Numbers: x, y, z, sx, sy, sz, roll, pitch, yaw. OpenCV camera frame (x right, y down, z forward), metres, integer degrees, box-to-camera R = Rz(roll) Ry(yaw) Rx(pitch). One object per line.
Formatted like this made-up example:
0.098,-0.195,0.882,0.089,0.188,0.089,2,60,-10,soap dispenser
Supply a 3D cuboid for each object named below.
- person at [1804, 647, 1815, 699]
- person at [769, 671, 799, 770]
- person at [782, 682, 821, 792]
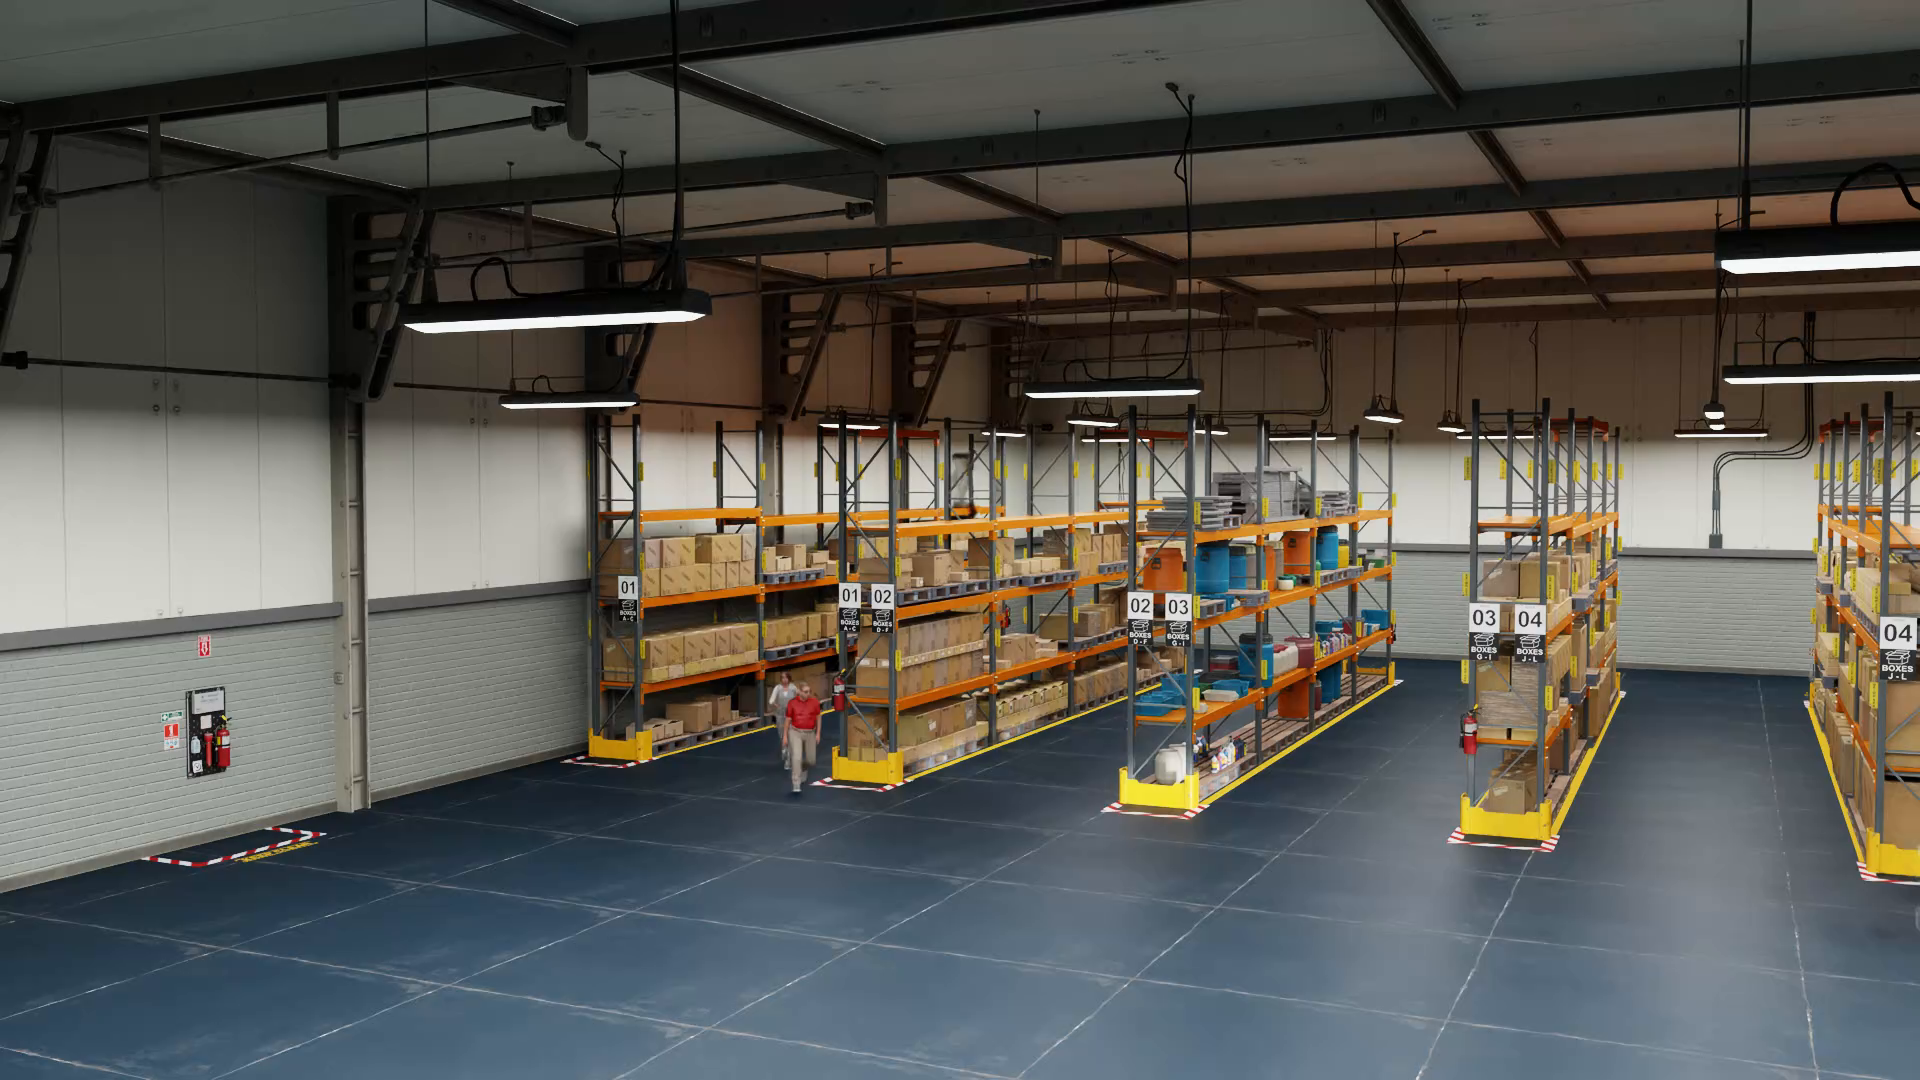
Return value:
18.890,2.681,36.460,0.733,1.717,0.664,2,3,43,person
-2.960,3.037,28.300,0.560,1.603,0.855,0,2,-2,person
-2.498,3.061,26.141,0.633,1.678,0.820,-1,2,-18,person
